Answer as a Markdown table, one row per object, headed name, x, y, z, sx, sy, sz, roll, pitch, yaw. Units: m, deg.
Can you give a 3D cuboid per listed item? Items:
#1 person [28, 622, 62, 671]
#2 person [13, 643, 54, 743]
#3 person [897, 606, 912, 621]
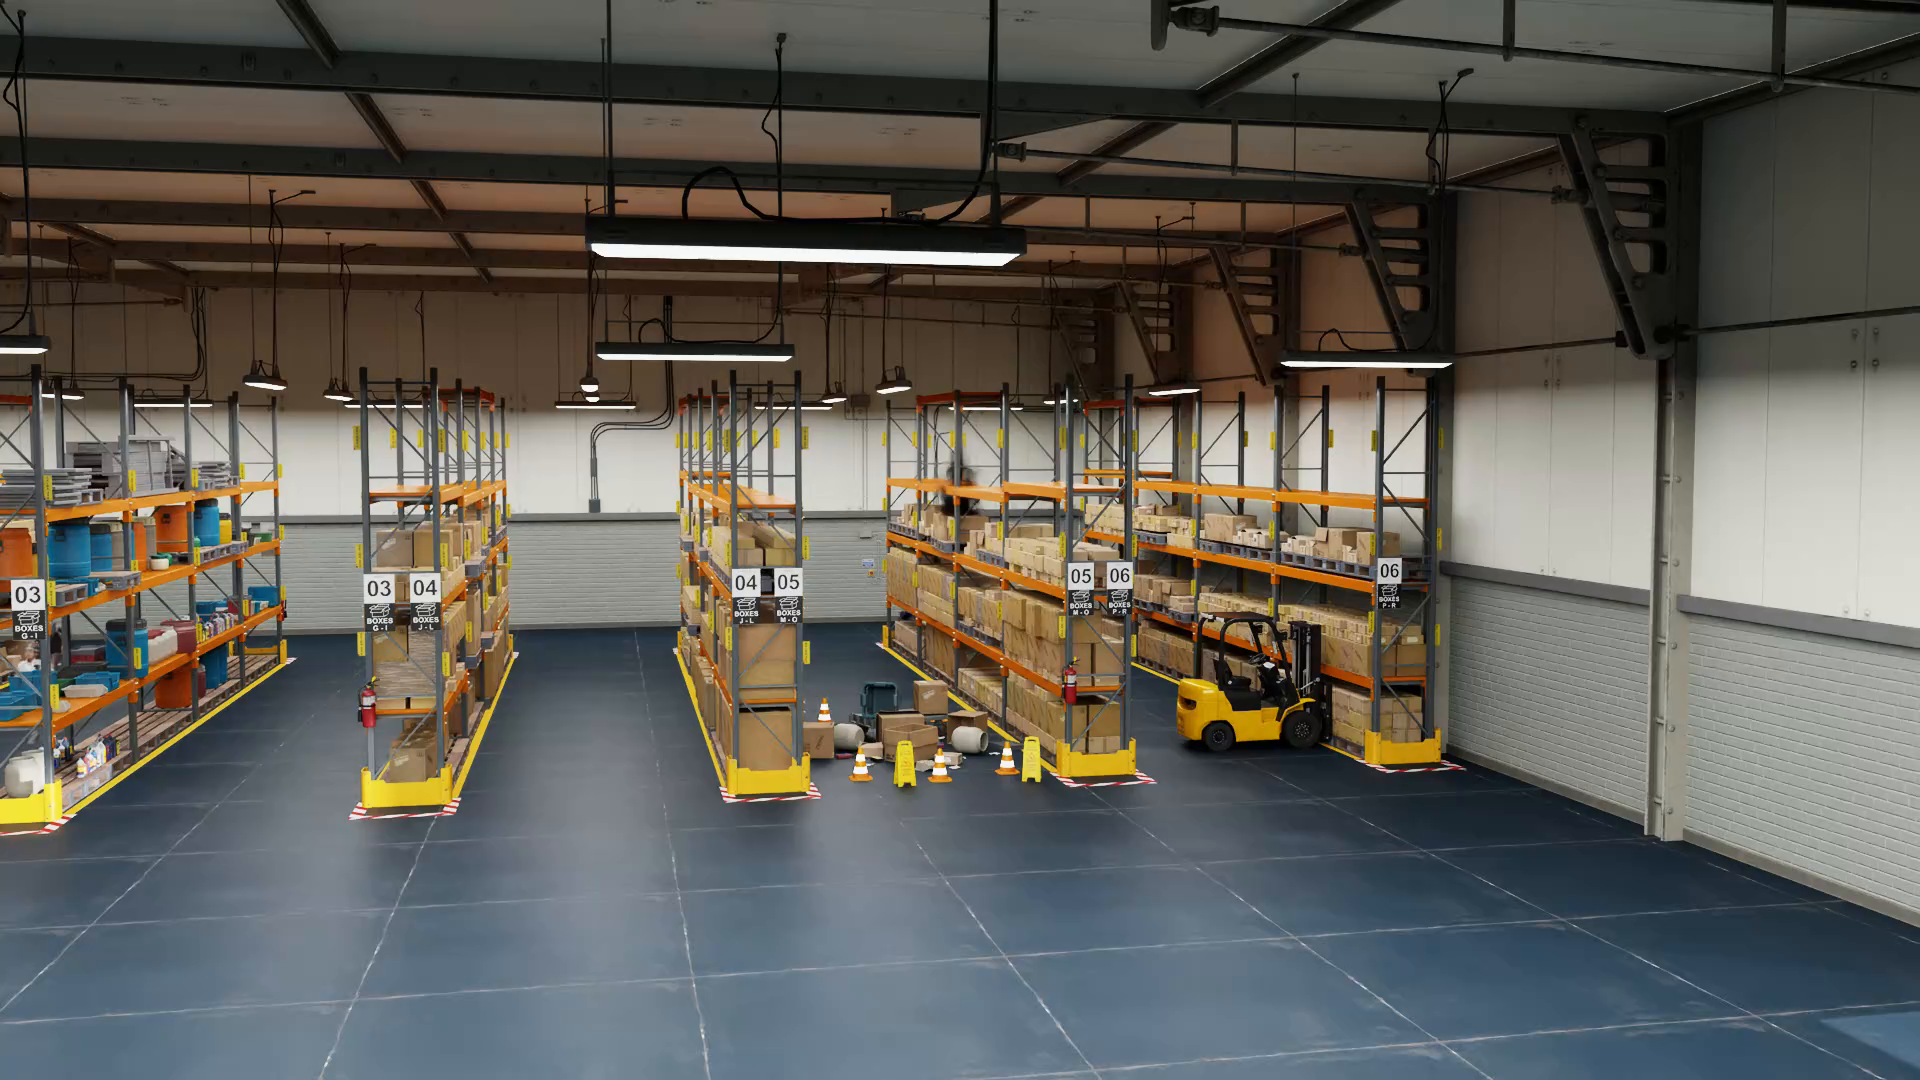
| name | x | y | z | sx | sy | sz | roll | pitch | yaw |
| --- | --- | --- | --- | --- | --- | --- | --- | --- | --- |
| person | -17.662 | 2.244 | 32.209 | 0.659 | 1.745 | 0.707 | -1 | 4 | -14 |
| person | -15.364 | 2.536 | 27.544 | 0.657 | 1.663 | 0.561 | -1 | 3 | -9 |
| person | -1.306 | 1.732 | 41.894 | 0.581 | 1.598 | 0.660 | 2 | 4 | 26 |
